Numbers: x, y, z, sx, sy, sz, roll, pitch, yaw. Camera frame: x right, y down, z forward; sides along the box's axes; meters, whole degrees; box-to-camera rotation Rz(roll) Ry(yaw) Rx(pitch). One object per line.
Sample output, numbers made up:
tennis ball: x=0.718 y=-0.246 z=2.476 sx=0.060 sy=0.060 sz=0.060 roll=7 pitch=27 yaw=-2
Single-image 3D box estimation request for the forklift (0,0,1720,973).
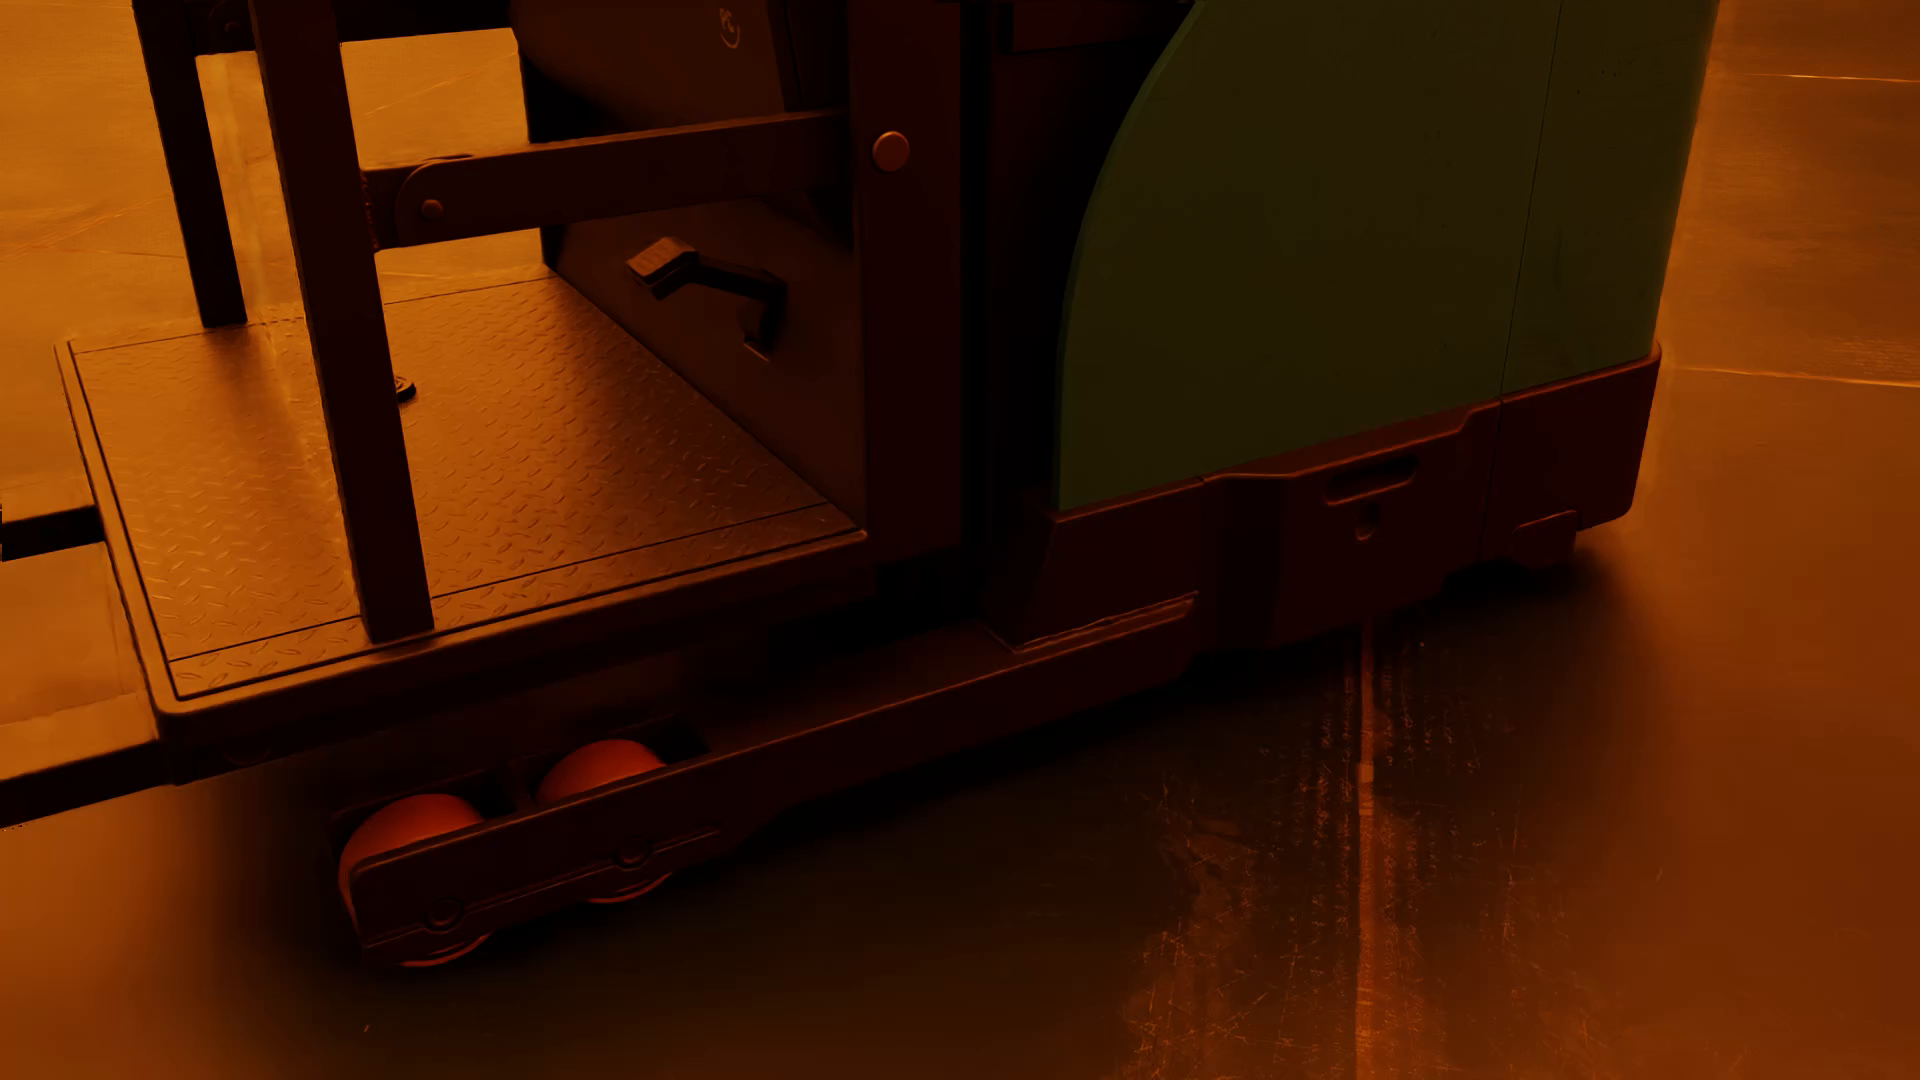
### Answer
forklift: x=-0.539 y=-1.157 z=1.539 sx=3.031 sy=2.935 sz=1.130 roll=-15 pitch=30 yaw=-27
